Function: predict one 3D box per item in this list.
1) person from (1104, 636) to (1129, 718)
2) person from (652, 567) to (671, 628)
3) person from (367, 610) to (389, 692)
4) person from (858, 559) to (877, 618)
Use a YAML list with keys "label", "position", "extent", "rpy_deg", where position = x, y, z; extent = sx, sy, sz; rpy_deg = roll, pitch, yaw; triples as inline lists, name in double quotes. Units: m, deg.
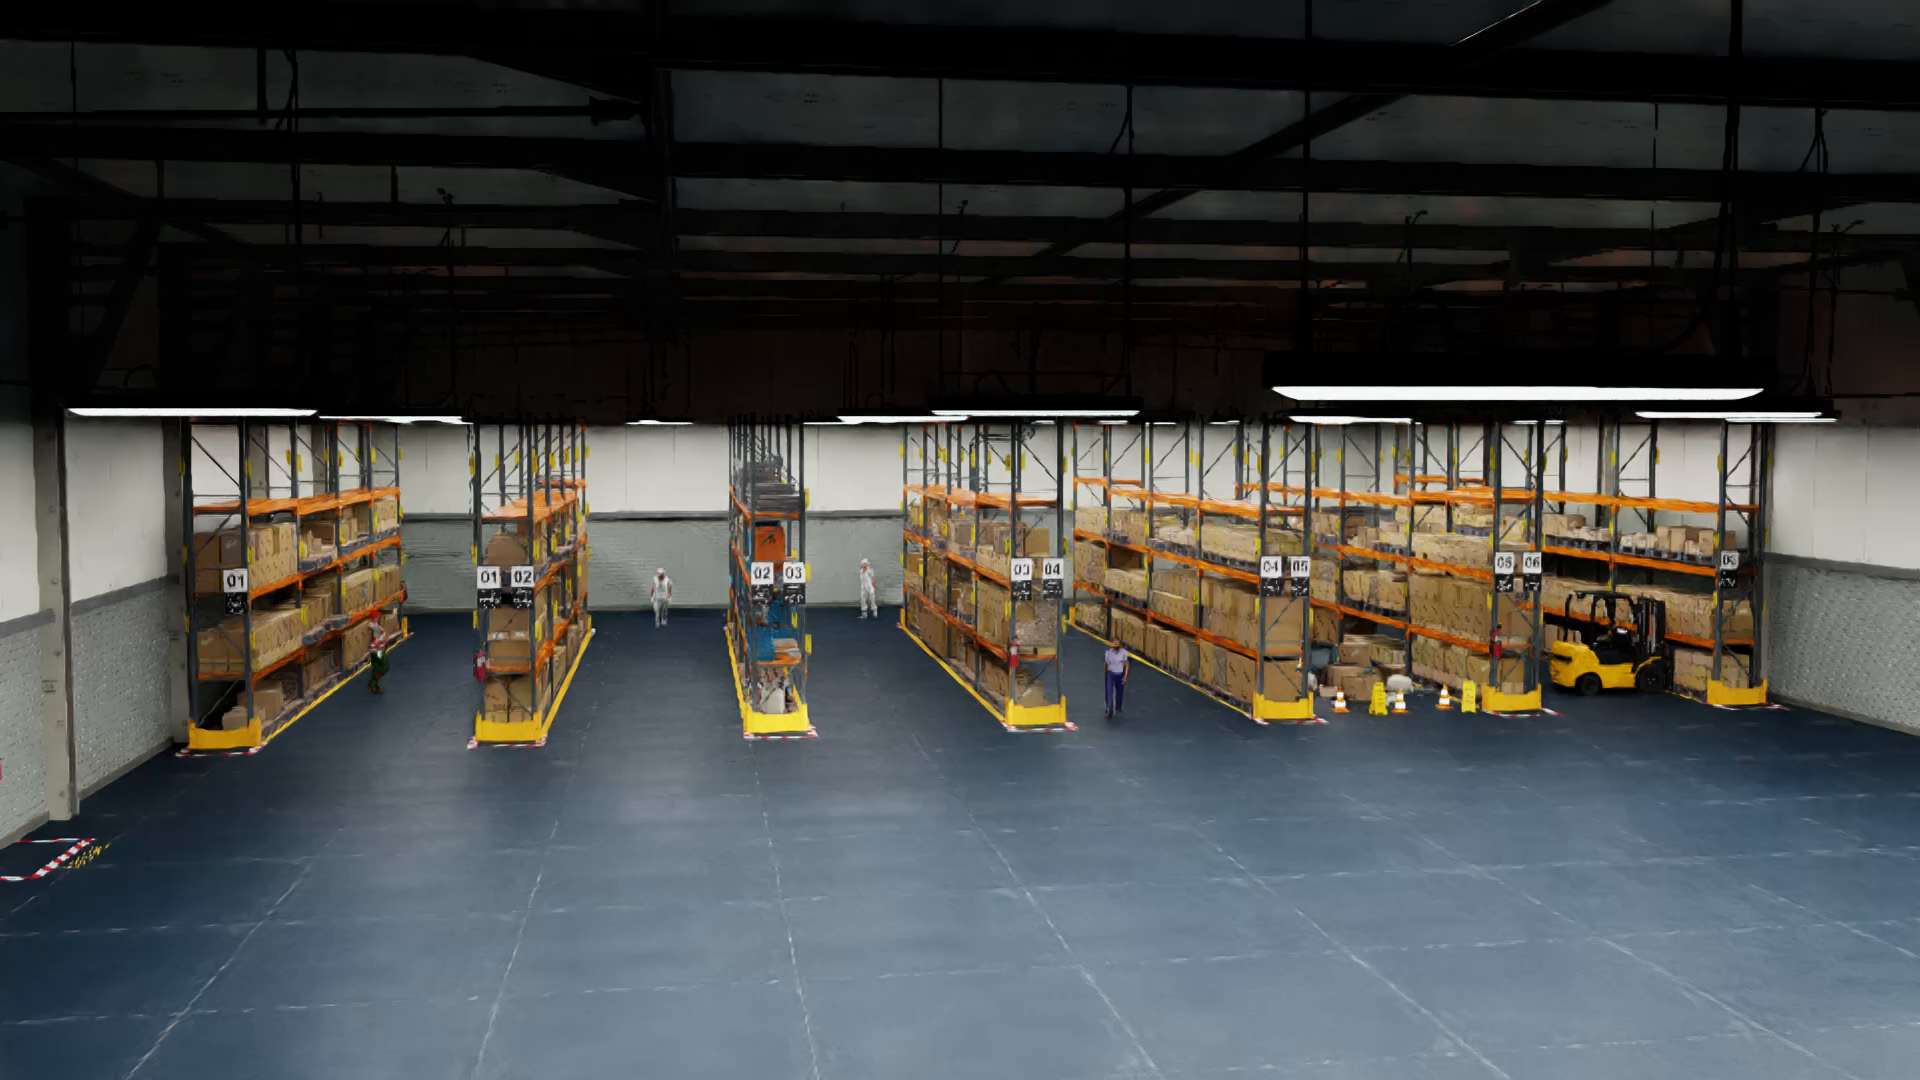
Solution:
- label: "person"
  position: [3.090, 2.687, 32.828]
  extent: [0.478, 1.579, 0.996]
  rpy_deg: [0, 4, 0]
- label: "person"
  position: [-8.524, 1.628, 47.502]
  extent: [0.563, 1.707, 1.127]
  rpy_deg: [-1, 4, -12]
- label: "person"
  position: [-12.579, 2.393, 35.812]
  extent: [0.444, 1.786, 0.598]
  rpy_deg: [-3, 5, -34]
- label: "person"
  position: [-2.773, 1.449, 49.951]
  extent: [0.569, 1.779, 0.598]
  rpy_deg: [3, 5, 36]
